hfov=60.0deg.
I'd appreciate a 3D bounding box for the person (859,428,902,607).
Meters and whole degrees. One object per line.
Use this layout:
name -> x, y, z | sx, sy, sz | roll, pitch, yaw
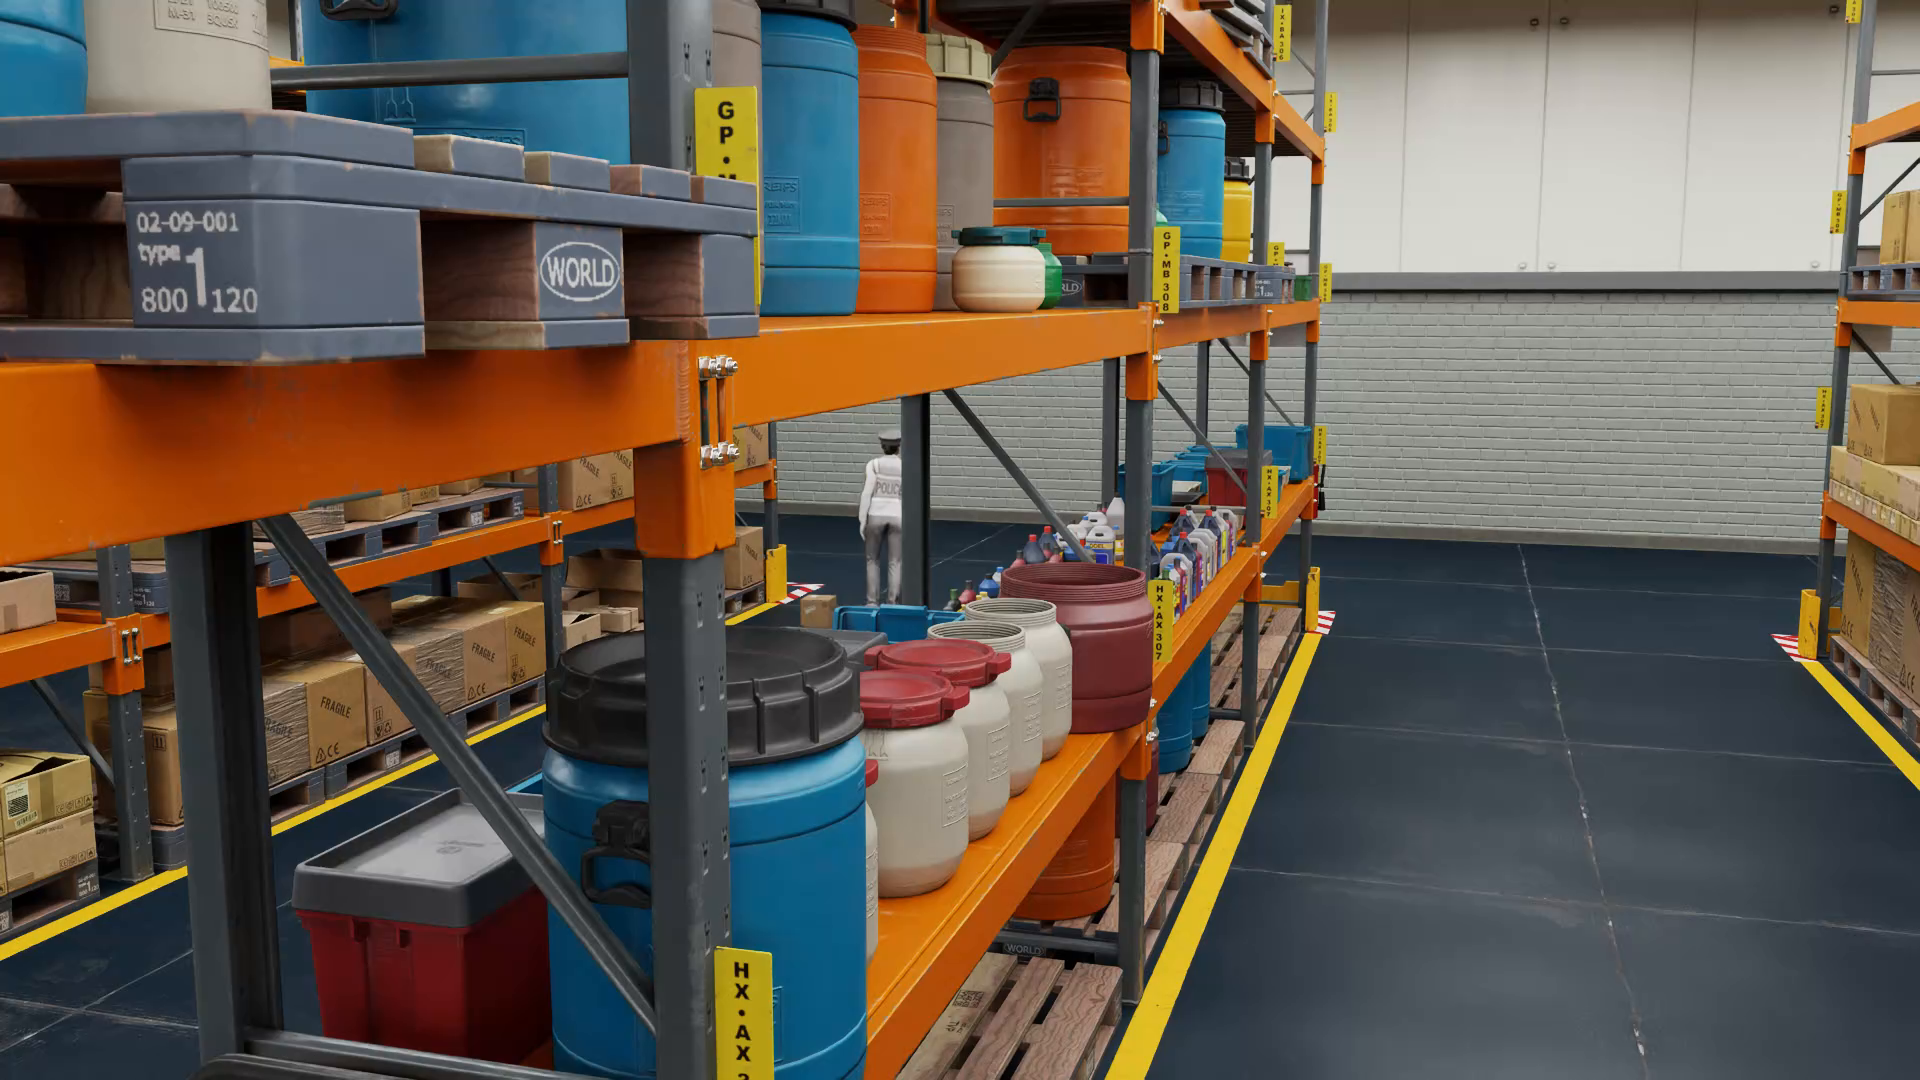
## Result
person -> -0.648, -0.116, 14.647 | 0.580, 1.719, 0.491 | -1, 8, -4
